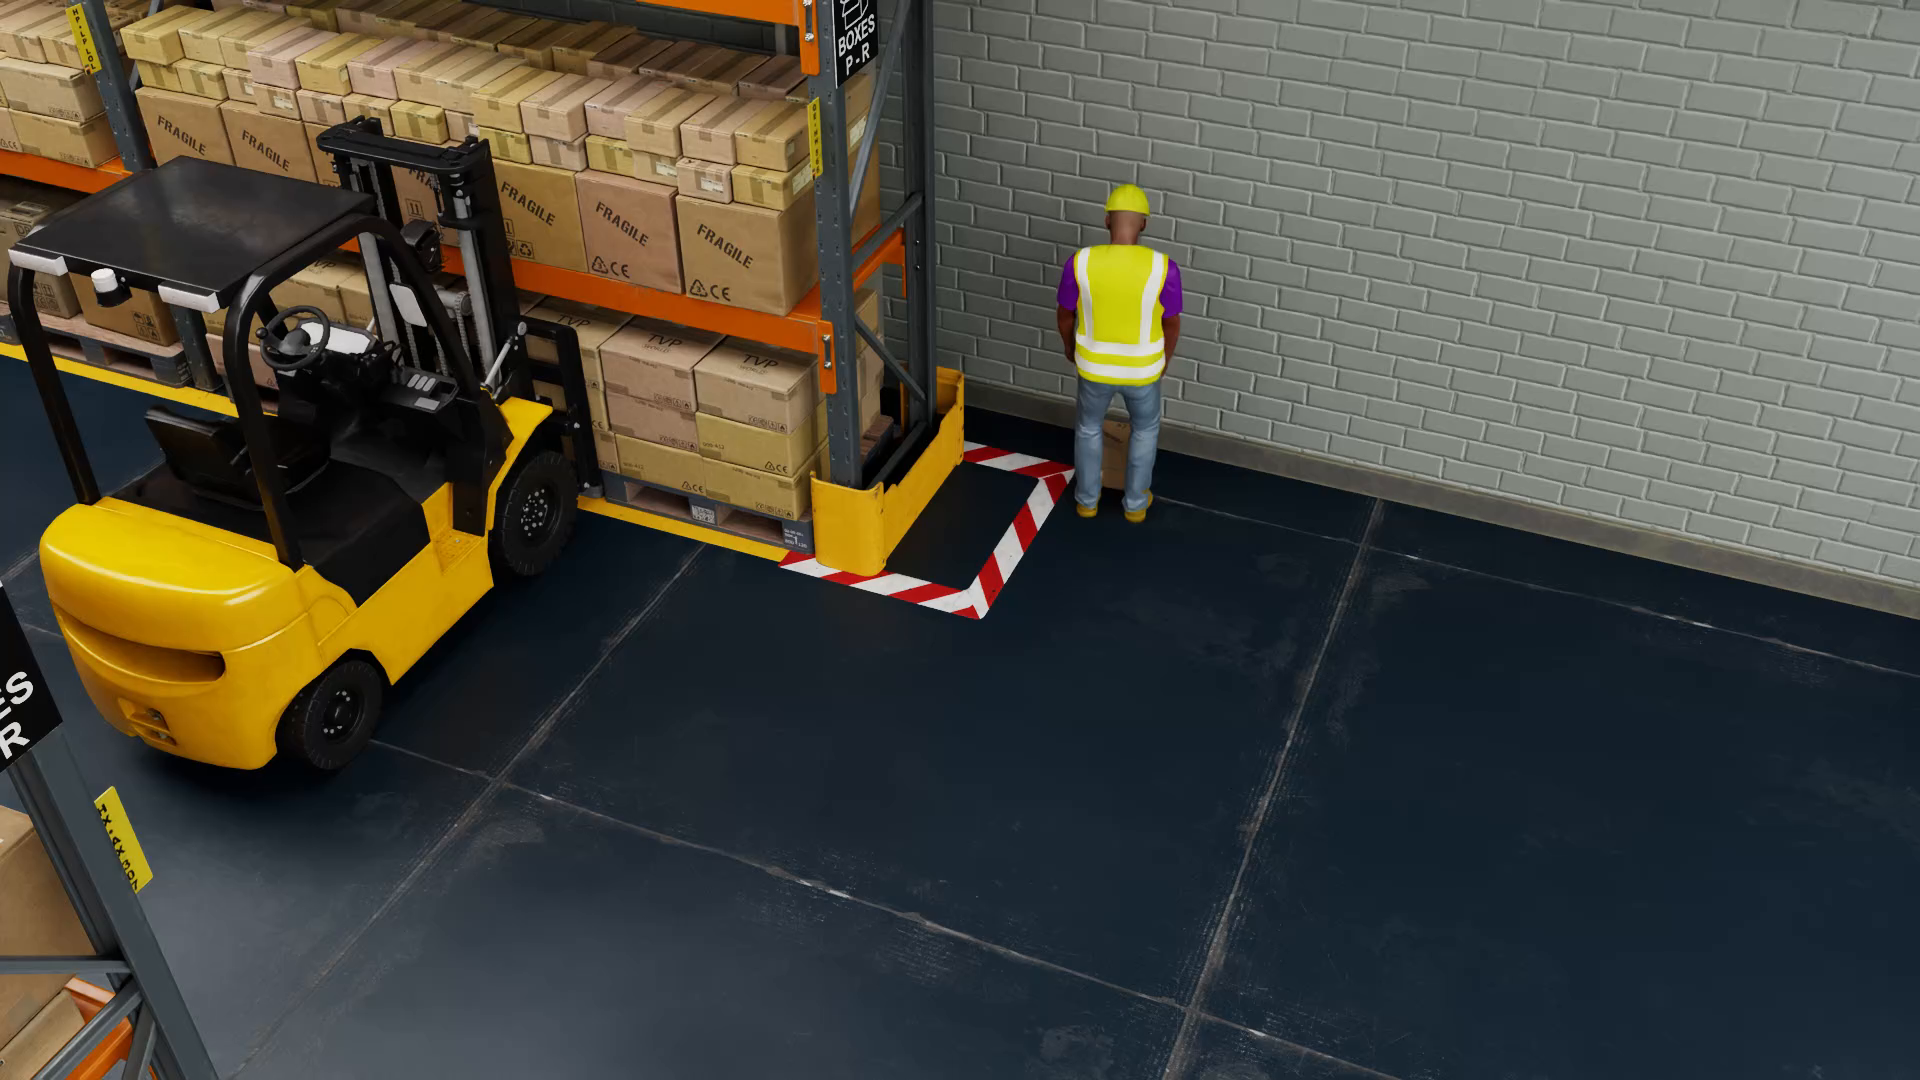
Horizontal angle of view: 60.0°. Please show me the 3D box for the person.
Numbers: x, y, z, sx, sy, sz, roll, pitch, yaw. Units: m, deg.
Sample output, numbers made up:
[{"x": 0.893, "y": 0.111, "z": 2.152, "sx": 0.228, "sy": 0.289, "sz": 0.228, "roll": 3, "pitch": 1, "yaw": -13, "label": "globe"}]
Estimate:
[{"x": 0.750, "y": -0.870, "z": 7.986, "sx": 0.591, "sy": 1.719, "sz": 0.453, "roll": 8, "pitch": 38, "yaw": 10, "label": "person"}]
